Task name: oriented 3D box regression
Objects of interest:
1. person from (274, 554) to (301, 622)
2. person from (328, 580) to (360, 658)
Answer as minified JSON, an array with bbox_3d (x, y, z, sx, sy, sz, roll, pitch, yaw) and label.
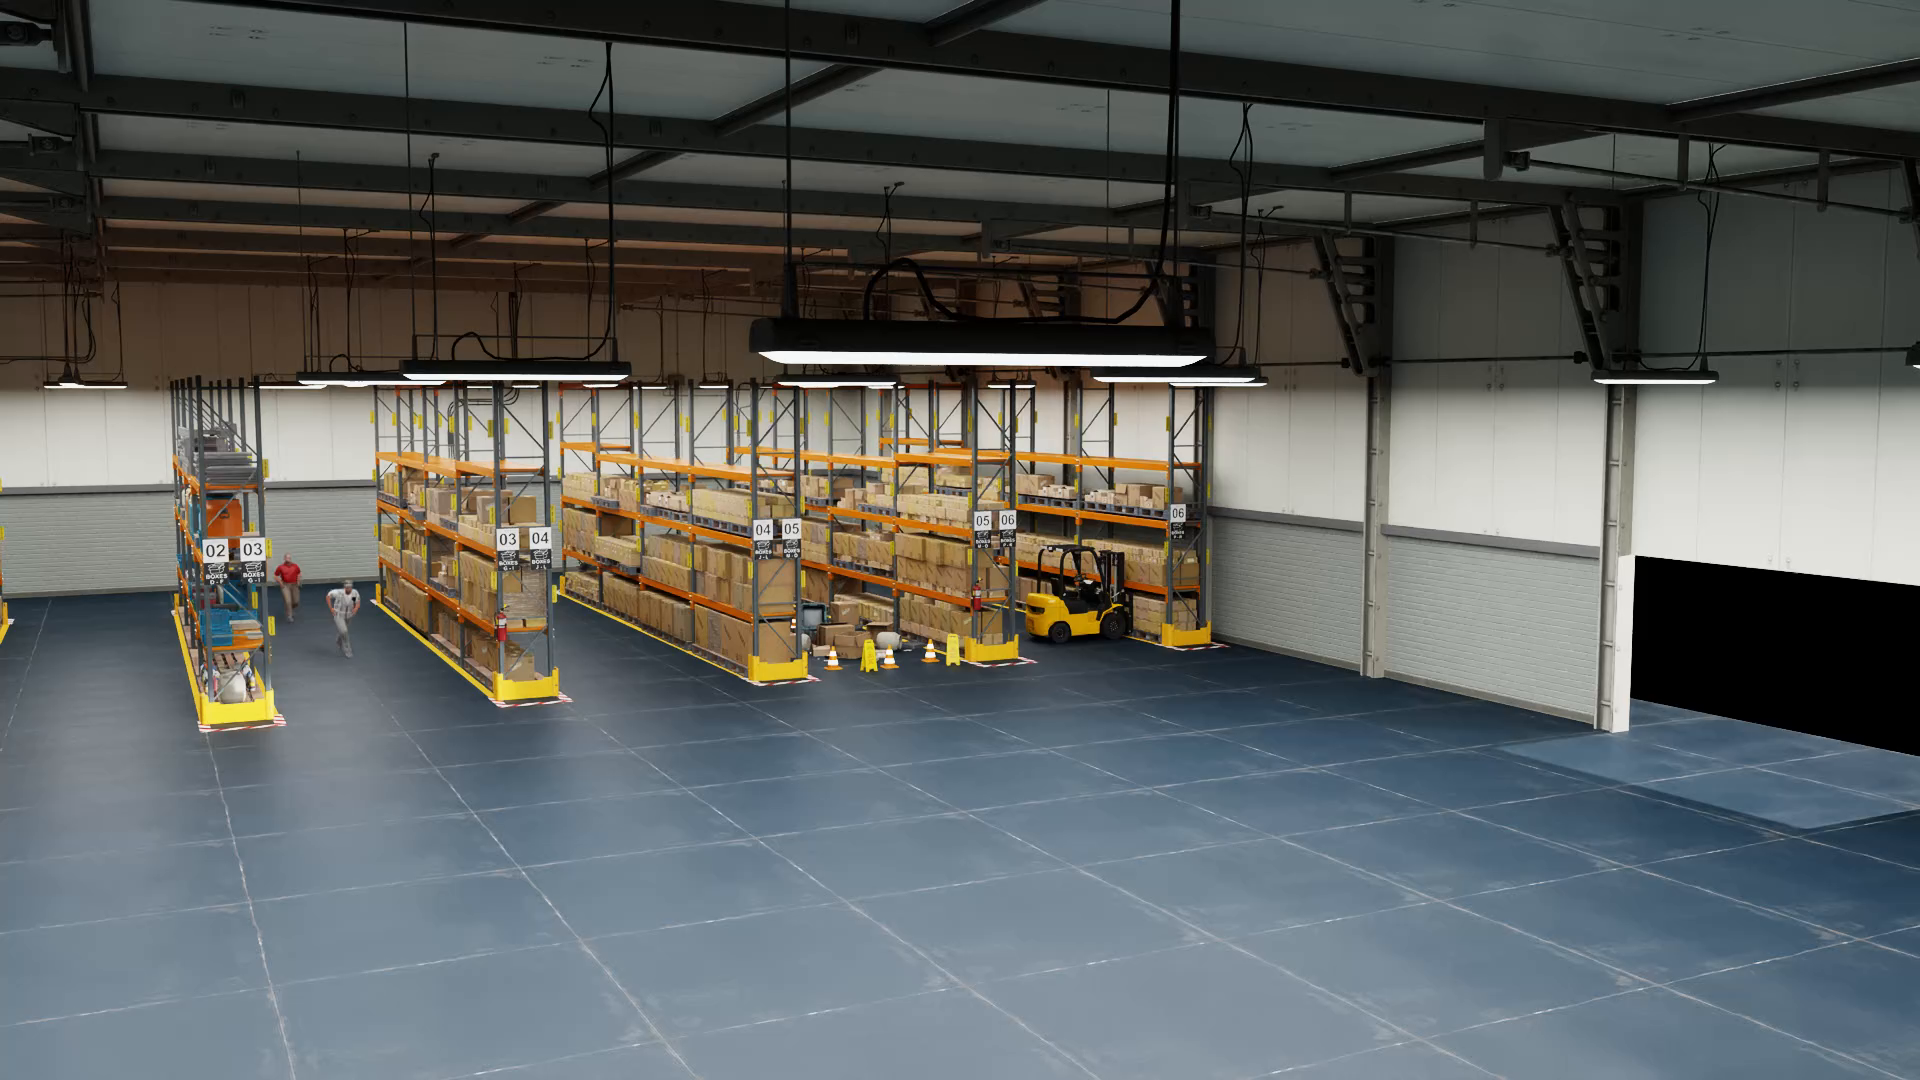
[{"bbox_3d":[-16.817,1.183,41.642,0.664,1.675,0.644,-4,6,-36],"label":"person"},{"bbox_3d":[-13.445,1.702,36.227,0.667,1.717,1.030,-4,6,-37],"label":"person"}]
